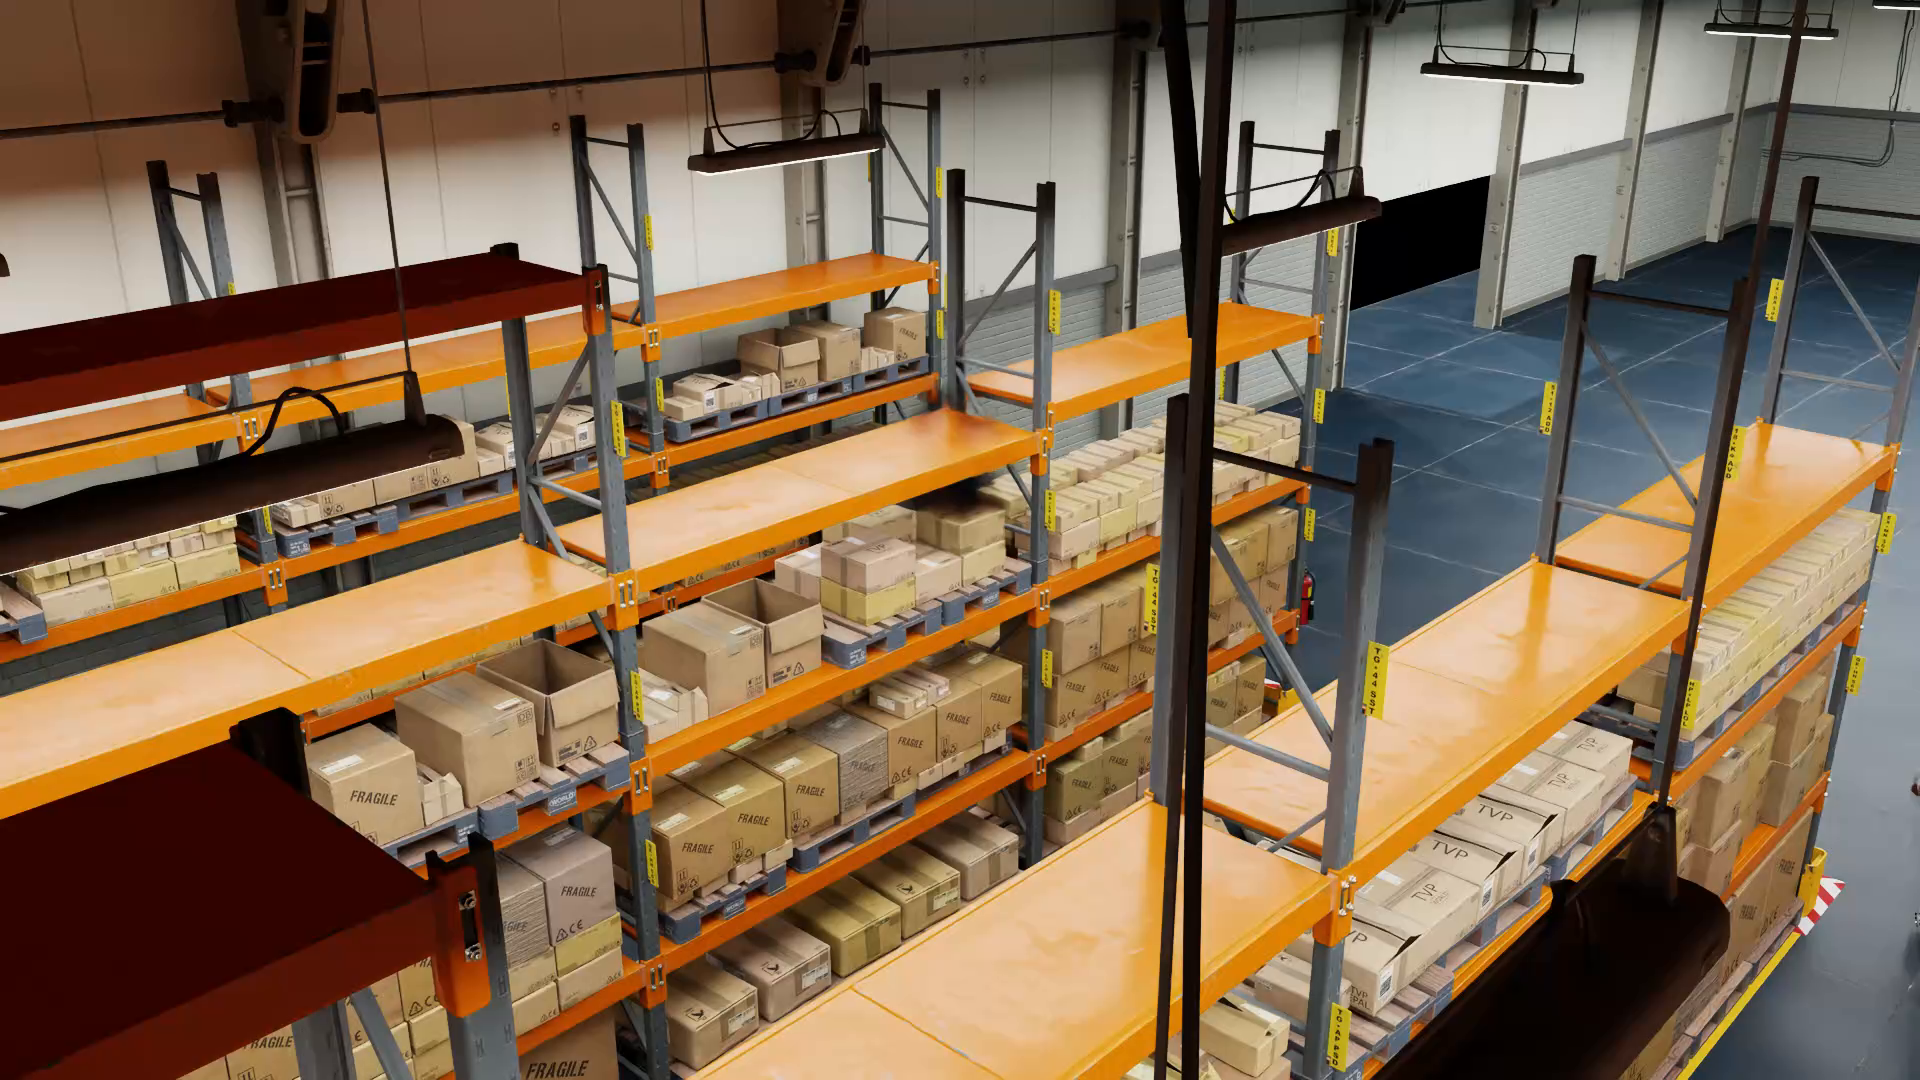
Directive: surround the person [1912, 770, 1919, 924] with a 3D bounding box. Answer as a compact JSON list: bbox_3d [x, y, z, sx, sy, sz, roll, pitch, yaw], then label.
[{"bbox_3d":[8.090,2.344,13.556,0.691,1.817,0.725,10,23,24],"label":"person"}]
